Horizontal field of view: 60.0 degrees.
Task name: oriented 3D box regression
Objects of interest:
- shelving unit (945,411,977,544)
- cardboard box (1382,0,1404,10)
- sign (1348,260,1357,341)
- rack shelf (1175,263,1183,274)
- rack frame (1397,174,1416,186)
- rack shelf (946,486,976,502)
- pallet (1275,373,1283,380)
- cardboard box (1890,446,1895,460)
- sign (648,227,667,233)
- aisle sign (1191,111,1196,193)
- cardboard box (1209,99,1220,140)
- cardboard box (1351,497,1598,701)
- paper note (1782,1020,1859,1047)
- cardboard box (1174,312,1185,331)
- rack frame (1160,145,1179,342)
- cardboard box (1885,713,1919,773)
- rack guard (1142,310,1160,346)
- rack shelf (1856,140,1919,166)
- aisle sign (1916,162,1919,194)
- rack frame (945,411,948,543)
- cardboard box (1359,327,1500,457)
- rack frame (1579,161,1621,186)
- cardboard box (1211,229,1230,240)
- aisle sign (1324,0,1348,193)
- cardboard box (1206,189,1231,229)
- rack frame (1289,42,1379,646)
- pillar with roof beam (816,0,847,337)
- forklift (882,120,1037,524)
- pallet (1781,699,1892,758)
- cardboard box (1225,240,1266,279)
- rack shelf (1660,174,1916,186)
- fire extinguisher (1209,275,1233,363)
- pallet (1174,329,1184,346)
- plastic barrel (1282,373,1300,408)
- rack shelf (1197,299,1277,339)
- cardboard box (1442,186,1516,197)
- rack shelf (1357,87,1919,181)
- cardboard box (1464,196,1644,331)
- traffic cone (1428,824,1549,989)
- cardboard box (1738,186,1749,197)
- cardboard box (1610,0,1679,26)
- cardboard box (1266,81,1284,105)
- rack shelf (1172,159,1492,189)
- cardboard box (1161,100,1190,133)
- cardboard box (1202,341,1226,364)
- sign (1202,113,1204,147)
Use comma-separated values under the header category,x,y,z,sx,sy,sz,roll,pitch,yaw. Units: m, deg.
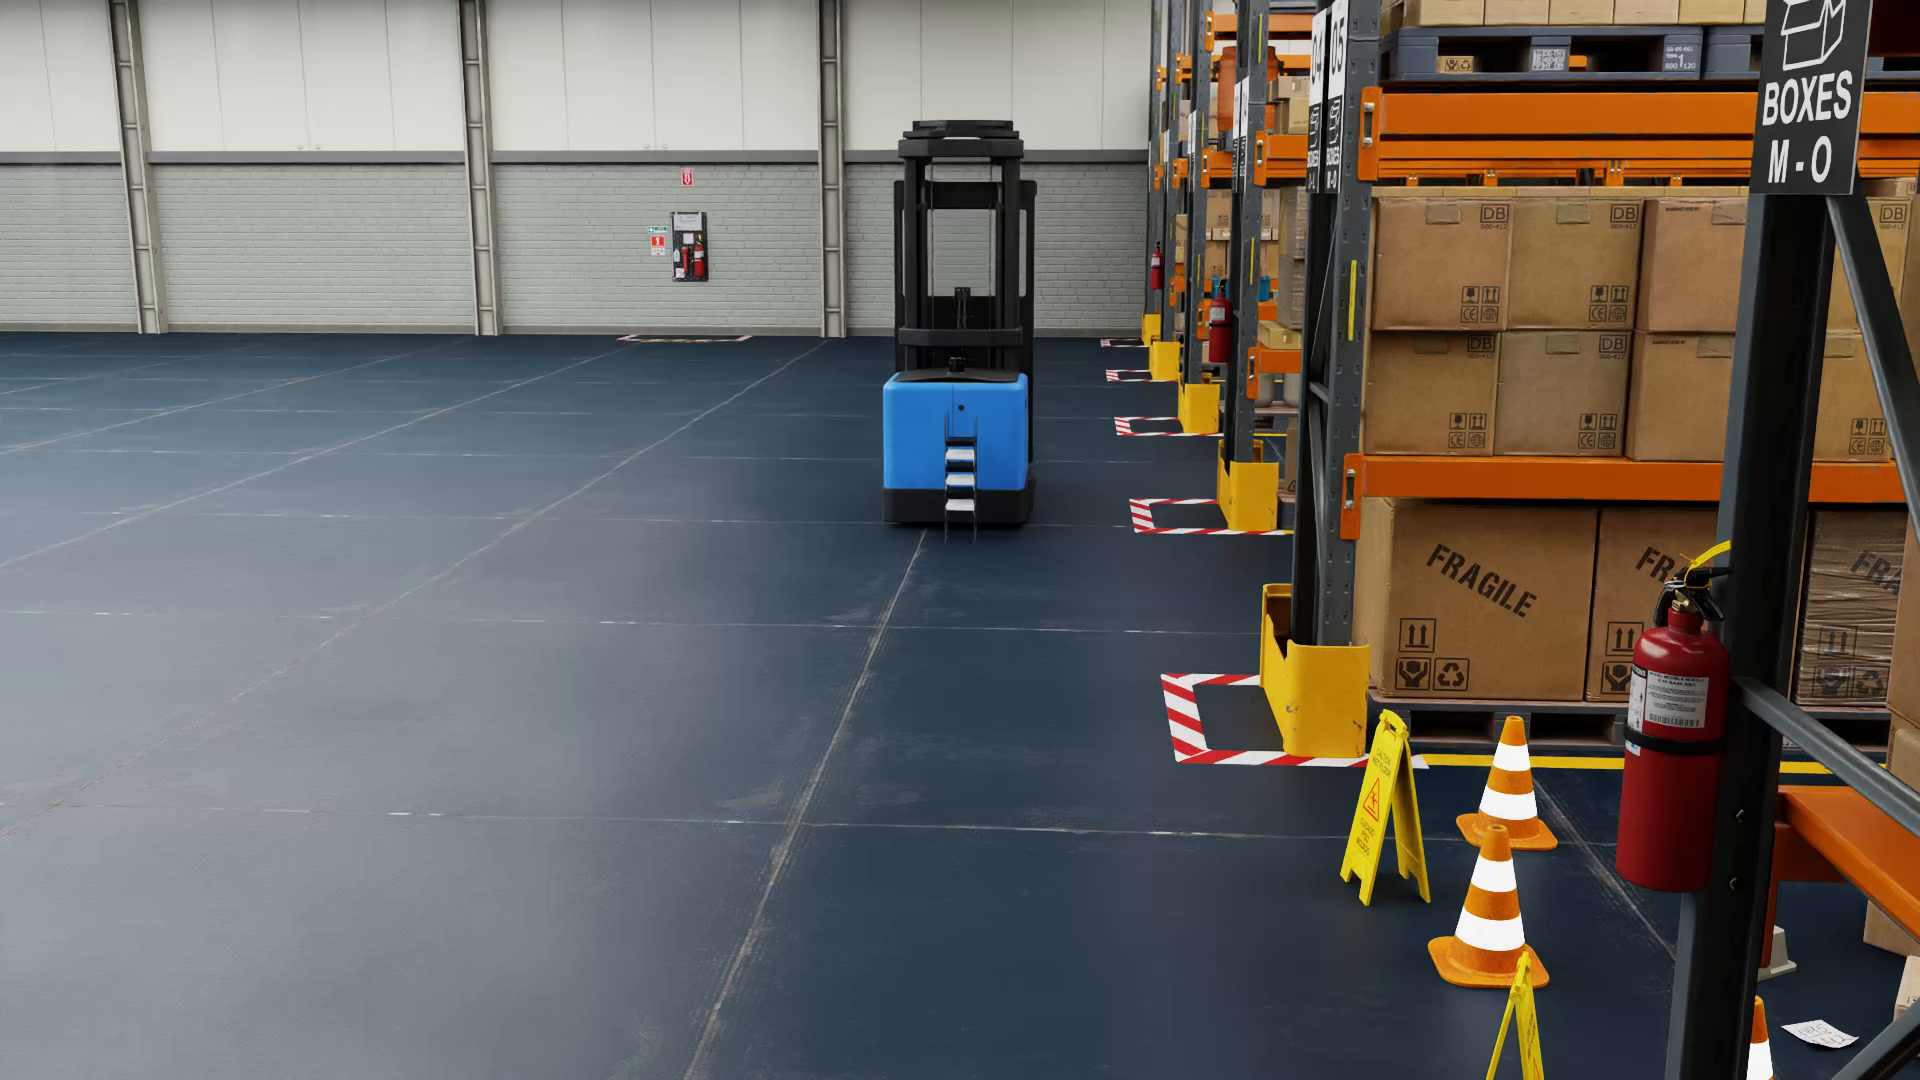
category,x,y,z,sx,sy,sz,roll,pitch,yaw
shelving unit,0.008,-0.440,11.675,0.210,0.900,0.258,1,12,4
cardboard box,2.167,-2.484,7.363,0.500,0.250,0.500,1,12,4
sign,1.617,-0.988,6.859,0.005,0.325,0.100,1,12,4
rack shelf,5.081,-4.307,26.790,4.000,0.370,1.077,1,12,4
rack frame,7.077,-4.632,26.586,0.127,3.000,1.000,1,12,4
rack shelf,0.008,-0.320,11.701,0.200,0.077,0.258,1,12,4
pallet,4.738,-2.291,22.203,1.213,0.211,1.003,1,12,4
cardboard box,4.201,-0.695,7.397,0.550,0.550,0.875,1,12,4
sign,-5.149,-5.281,28.308,0.331,0.109,0.001,1,12,4
aisle sign,2.332,-3.876,16.624,0.004,0.787,0.394,1,12,4
cardboard box,3.331,-5.459,21.593,0.637,0.503,0.797,2,12,8
cardboard box,2.341,0.191,7.692,0.875,0.875,0.875,1,12,4
paper note,2.507,1.433,4.843,0.142,0.019,0.148,-3,12,-16
cardboard box,3.770,-3.558,26.945,0.500,0.311,0.500,-1,12,-3
rack frame,2.758,-3.675,22.009,0.127,3.000,1.000,1,12,4
cardboard box,4.034,0.826,6.591,0.500,0.500,0.500,3,12,14
rack guard,3.162,-3.462,27.098,0.348,0.500,1.175,1,12,4
rack shelf,8.079,-2.685,11.709,4.000,0.370,1.077,1,12,4
aisle sign,1.348,-0.836,2.092,0.004,0.787,0.394,1,12,4
rack frame,-0.093,-0.442,11.682,0.006,0.900,0.240,1,12,4
cardboard box,2.034,-0.717,7.502,0.550,0.550,0.875,1,12,4
rack frame,6.415,-2.608,16.910,0.127,3.000,1.000,1,12,4
cardboard box,3.399,-3.989,21.682,0.250,0.149,0.380,0,12,2
aisle sign,1.570,-1.851,6.943,0.004,0.787,0.394,1,12,4
cardboard box,3.276,-4.349,21.820,0.500,0.500,0.700,1,12,4
rack frame,1.660,-0.639,7.497,0.127,3.000,1.000,1,12,4
pillar with roof beam,-2.432,-6.993,23.220,0.400,9.000,9.100,1,12,4
forklift,0.051,-1.801,13.218,1.130,2.935,3.031,1,12,4
pallet,3.677,0.738,7.725,1.213,0.211,1.003,1,12,4
cardboard box,3.748,-3.708,21.926,0.500,0.500,0.700,1,12,5
rack shelf,13.063,-5.666,25.960,4.000,0.370,1.077,1,12,4
fire extinguisher,2.009,-1.709,12.800,0.183,0.674,0.296,1,12,4
pallet,3.970,-3.303,27.040,1.213,0.211,1.003,1,12,4
plastic barrel,3.586,-1.650,17.383,0.421,0.512,0.421,0,12,0
rack shelf,4.419,-2.283,17.115,4.000,0.370,1.077,1,12,4
cardboard box,3.621,-2.257,11.819,0.500,0.500,0.500,1,12,4
rack shelf,3.656,-1.728,7.133,4.000,0.370,1.077,1,12,4
cardboard box,2.583,-1.239,7.363,0.550,0.550,0.875,1,12,4
traffic cone,1.681,1.126,5.254,0.334,0.463,0.336,1,12,4
cardboard box,5.616,-2.230,11.691,0.500,0.500,0.500,1,12,4
cardboard box,2.738,-2.158,6.778,0.250,0.149,0.380,1,12,4
cardboard box,2.391,-3.301,12.289,0.250,0.149,0.380,1,12,4
rack shelf,4.754,-4.763,21.645,4.000,0.370,1.077,1,12,4
cardboard box,3.454,-6.648,26.163,0.500,0.500,0.500,0,12,0
cardboard box,3.279,-2.482,21.996,0.500,0.250,0.500,1,12,4
sign,2.383,-4.023,16.327,0.005,0.325,0.100,1,12,4
